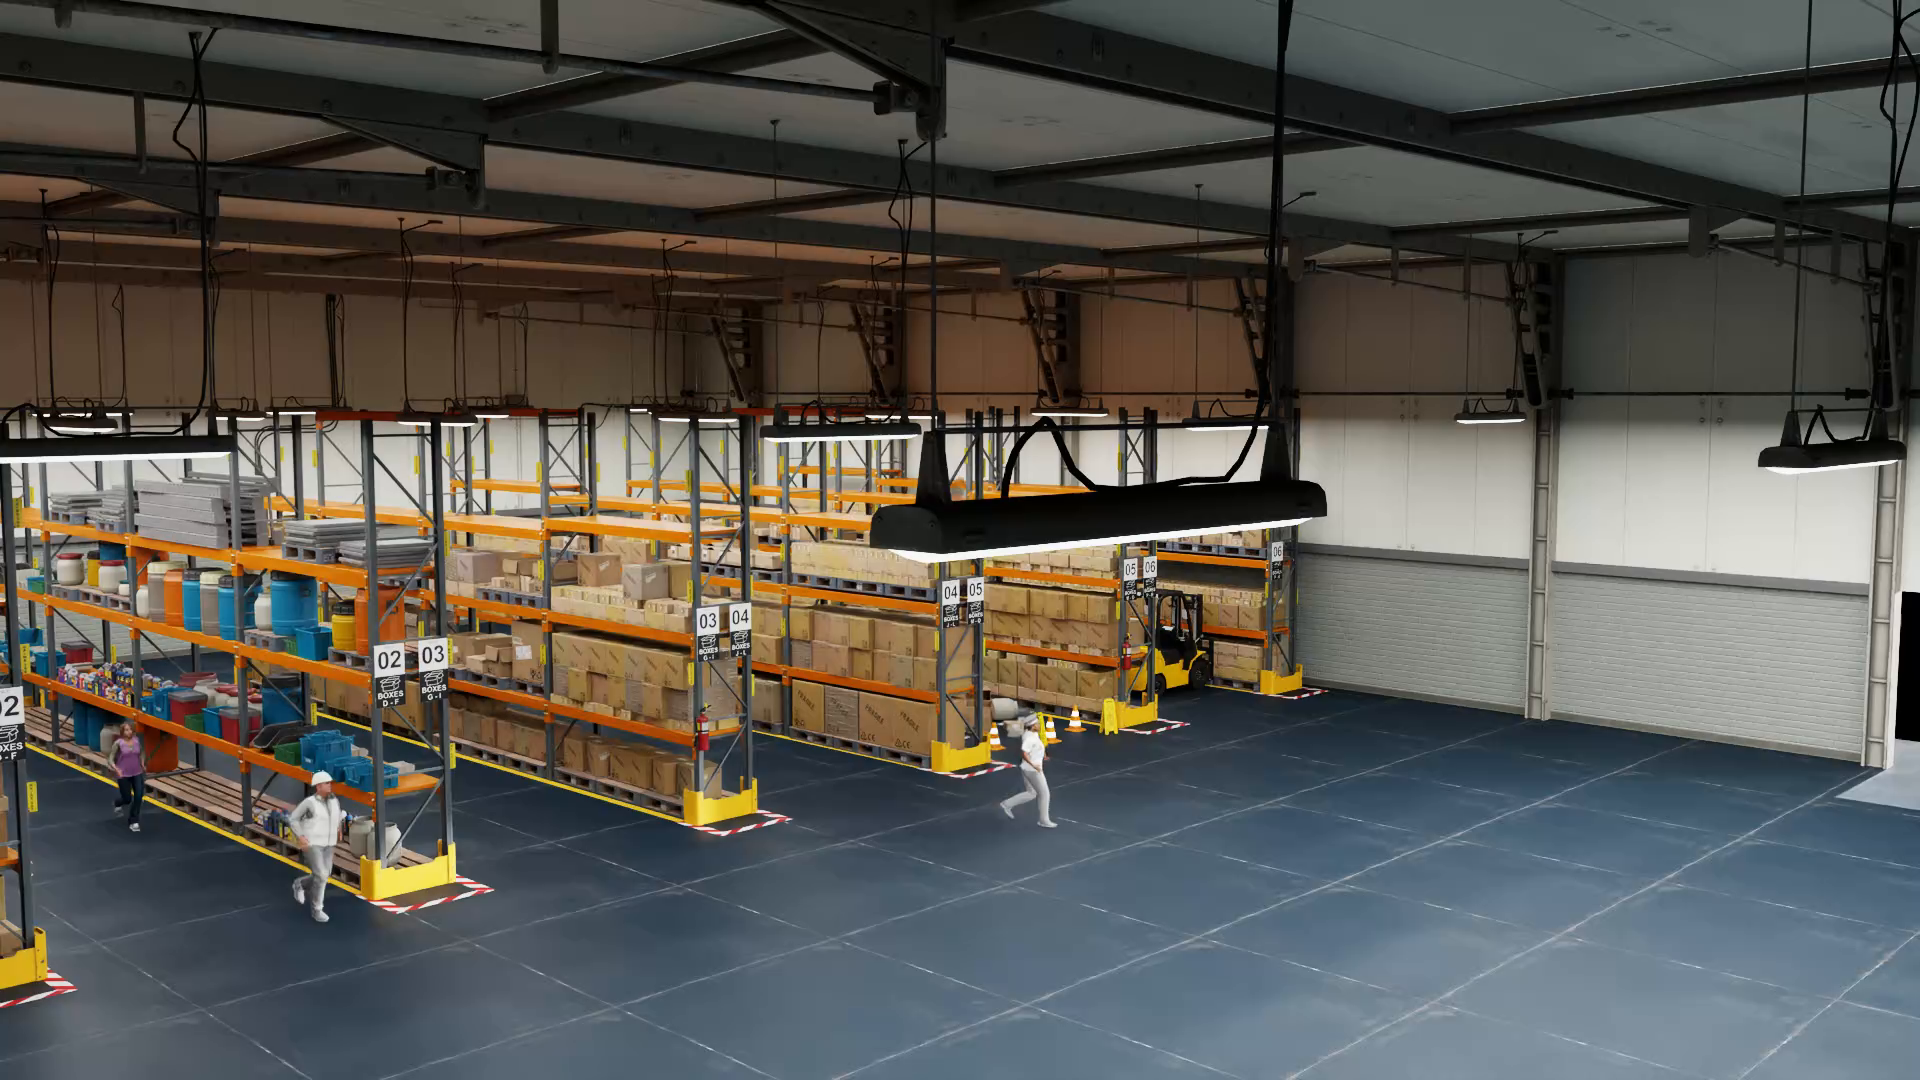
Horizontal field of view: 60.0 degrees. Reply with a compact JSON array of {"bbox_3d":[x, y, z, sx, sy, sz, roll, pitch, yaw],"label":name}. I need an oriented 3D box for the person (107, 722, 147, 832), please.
[{"bbox_3d":[-12.087,3.429,24.164,0.657,1.548,0.546,4,7,41],"label":"person"}]

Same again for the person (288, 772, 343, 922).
[{"bbox_3d":[-7.819,3.688,20.253,0.774,1.739,0.698,3,6,29],"label":"person"}]

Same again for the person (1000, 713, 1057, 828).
[{"bbox_3d":[1.029,3.366,24.196,0.800,1.693,0.579,-1,5,-9],"label":"person"}]
